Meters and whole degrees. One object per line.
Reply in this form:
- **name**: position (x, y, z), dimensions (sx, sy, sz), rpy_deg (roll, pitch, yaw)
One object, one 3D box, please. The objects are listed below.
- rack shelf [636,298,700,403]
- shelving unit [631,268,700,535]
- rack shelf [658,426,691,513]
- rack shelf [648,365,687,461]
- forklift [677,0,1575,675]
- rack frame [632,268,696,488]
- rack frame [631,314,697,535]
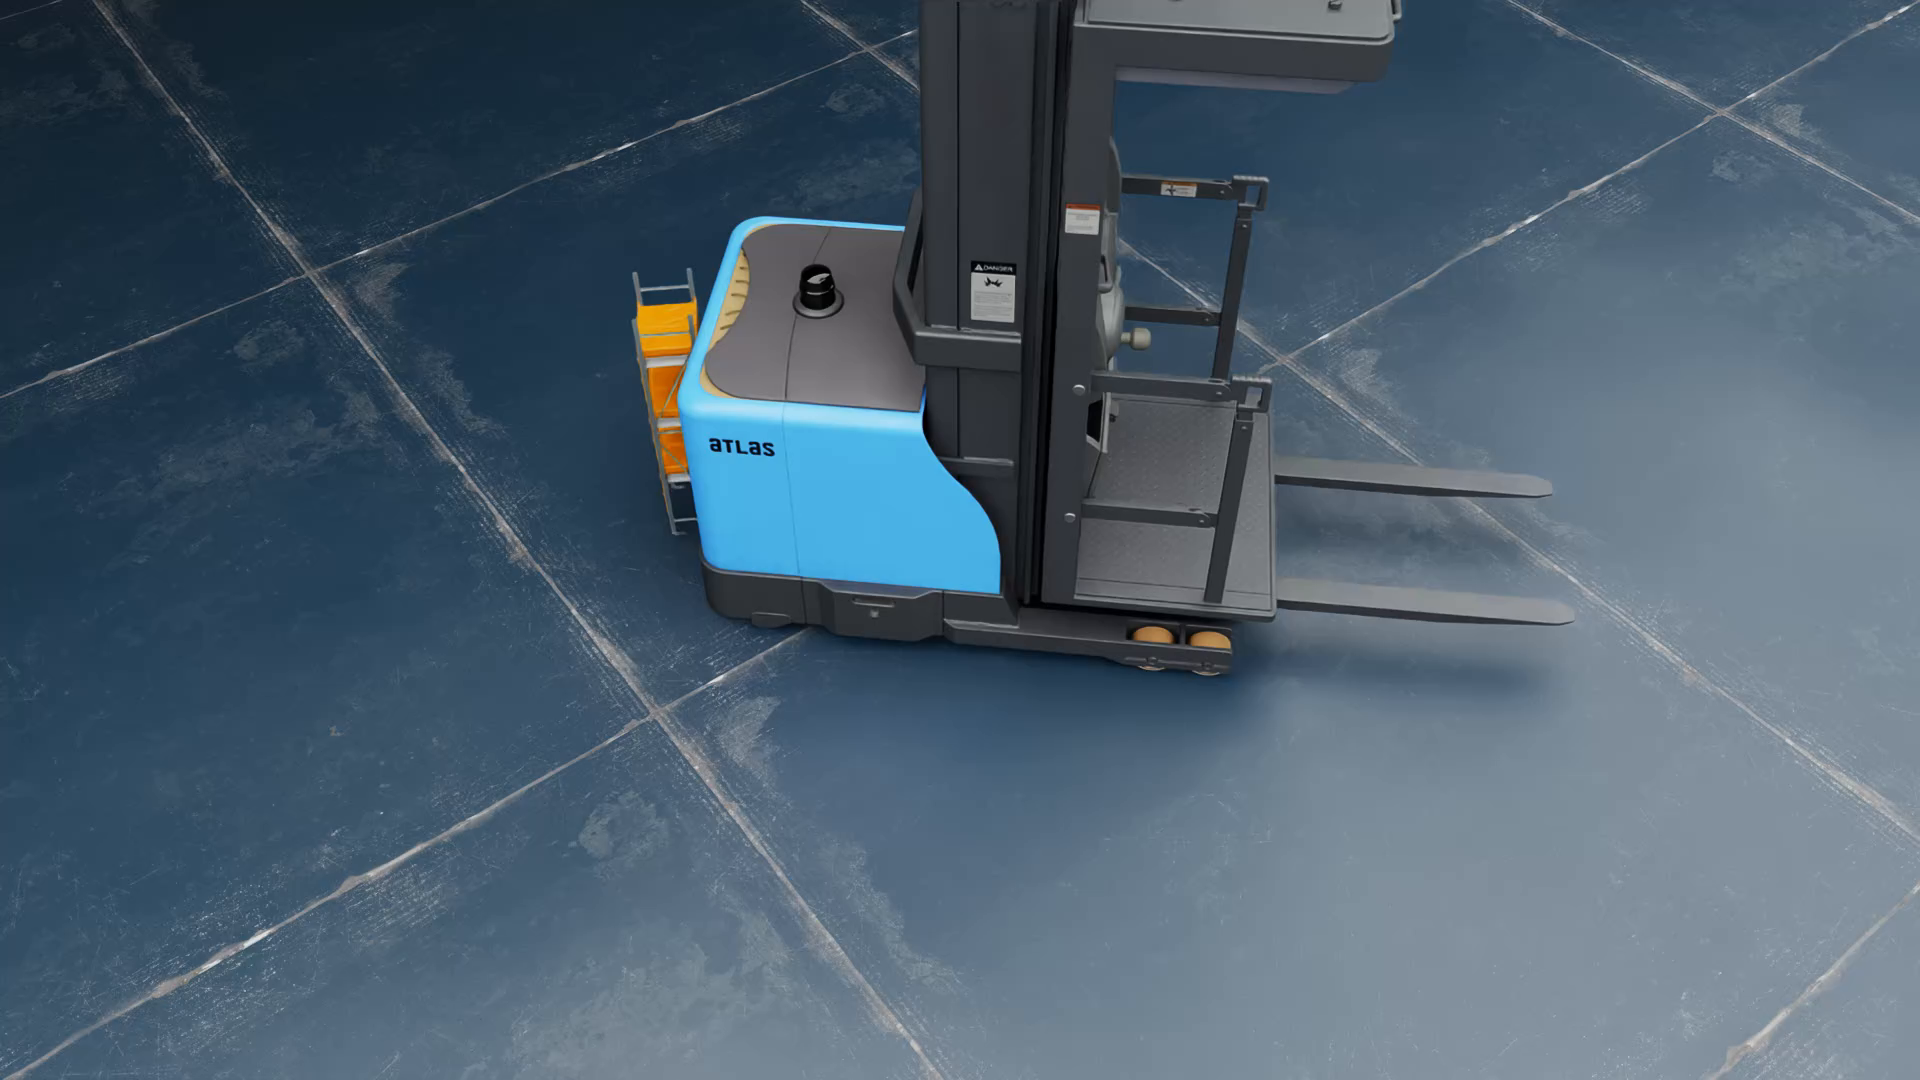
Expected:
- **rack shelf**: position (-1.001, -0.657, 5.768), dimensions (0.215, 0.259, 0.240), rpy_deg (-5, 48, -5)
- **shelving unit**: position (-1.001, -0.474, 5.971), dimensions (0.215, 1.050, 0.252), rpy_deg (-5, 48, -5)
- **rack shelf**: position (-1.001, -0.280, 6.184), dimensions (0.215, 0.259, 0.240), rpy_deg (-5, 48, -5)
- **rack shelf**: position (-1.001, -0.466, 5.979), dimensions (0.215, 0.259, 0.240), rpy_deg (-5, 48, -5)
- **forklift**: position (0.643, -0.930, 5.114), dimensions (3.031, 2.935, 1.130), rpy_deg (5, 48, 4)
- **rack frame**: position (-1.016, -0.563, 6.052), dimensions (0.200, 1.050, 0.008), rpy_deg (-5, 48, -5)
- **rack frame**: position (-0.986, -0.384, 5.889), dimensions (0.200, 1.050, 0.008), rpy_deg (-5, 48, -5)
